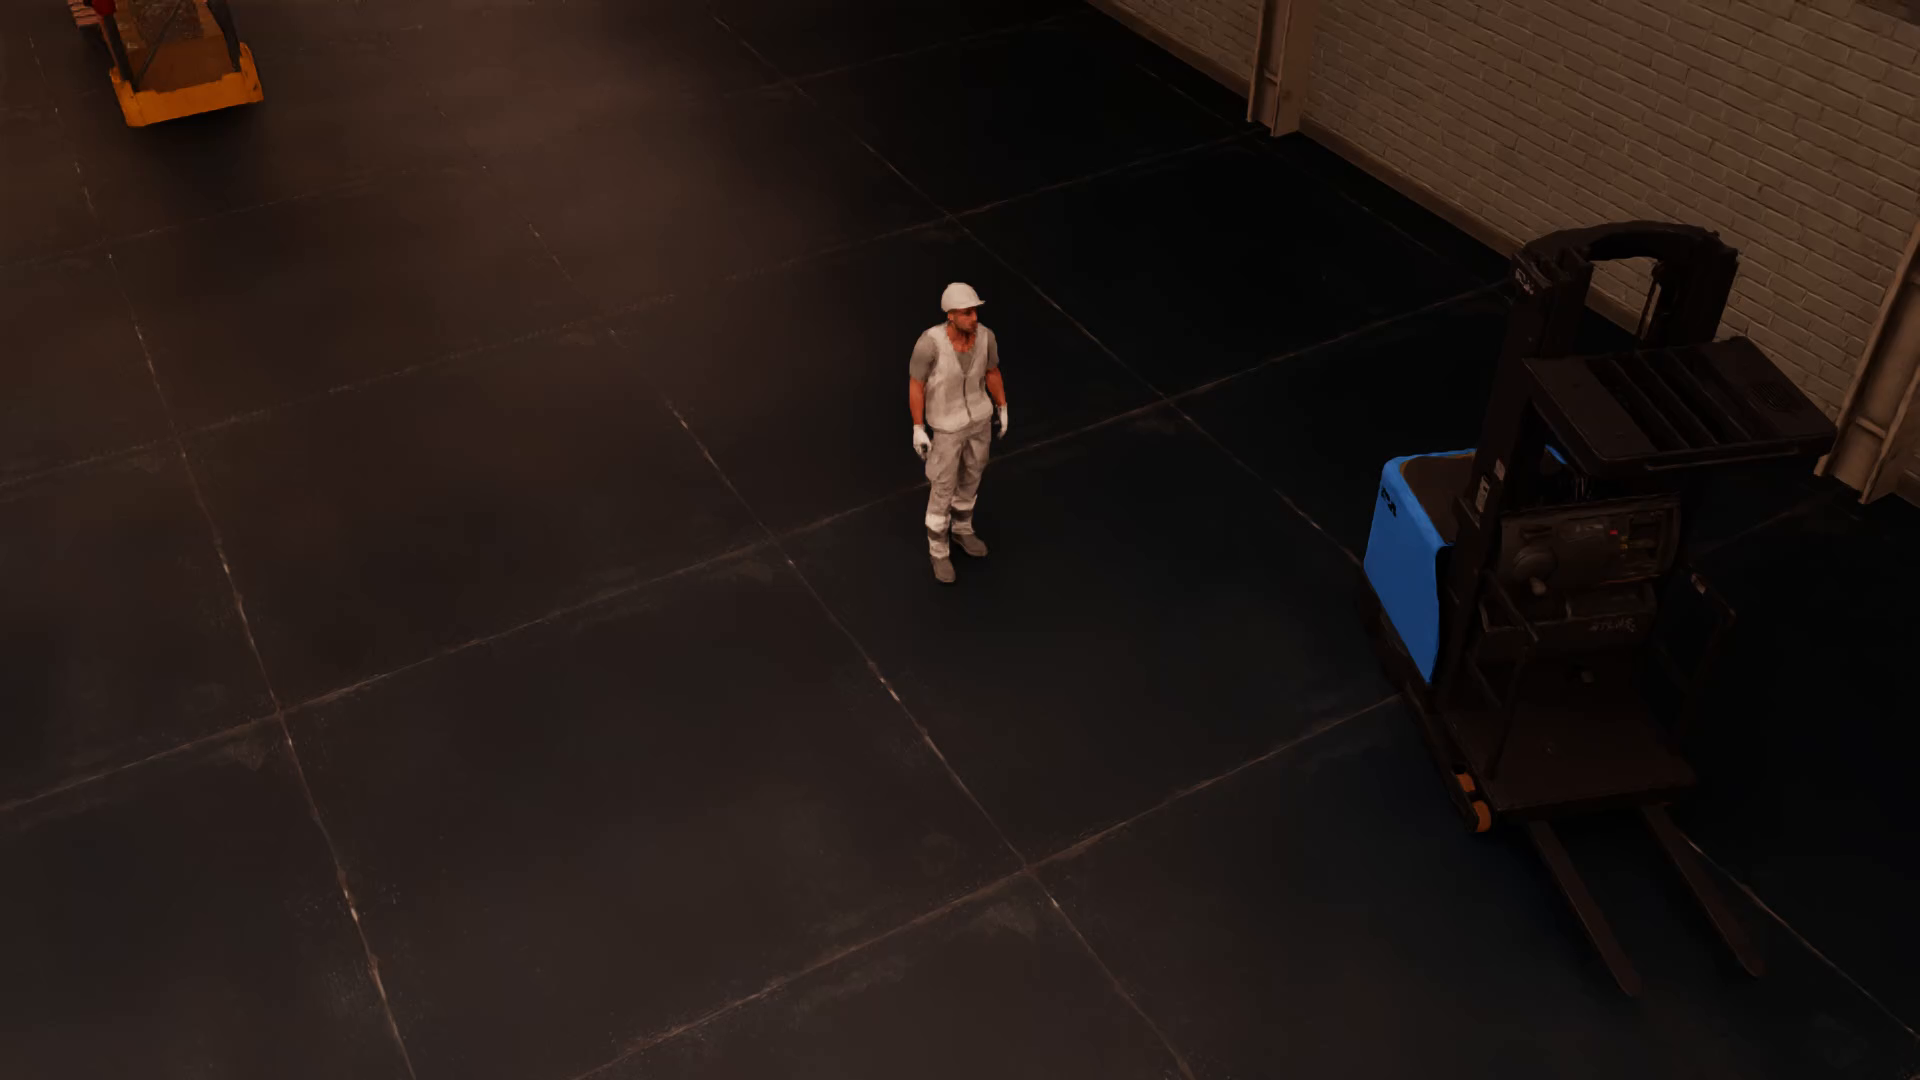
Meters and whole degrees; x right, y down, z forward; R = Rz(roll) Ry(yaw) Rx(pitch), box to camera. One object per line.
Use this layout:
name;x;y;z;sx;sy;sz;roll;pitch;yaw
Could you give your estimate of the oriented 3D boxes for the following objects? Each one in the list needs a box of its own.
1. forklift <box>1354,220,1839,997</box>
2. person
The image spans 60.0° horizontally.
forklift;3.089;0.115;7.897;1.130;2.935;3.031;-7;40;-8
person;0.032;-0.645;9.697;0.637;1.787;0.559;-20;44;-23
